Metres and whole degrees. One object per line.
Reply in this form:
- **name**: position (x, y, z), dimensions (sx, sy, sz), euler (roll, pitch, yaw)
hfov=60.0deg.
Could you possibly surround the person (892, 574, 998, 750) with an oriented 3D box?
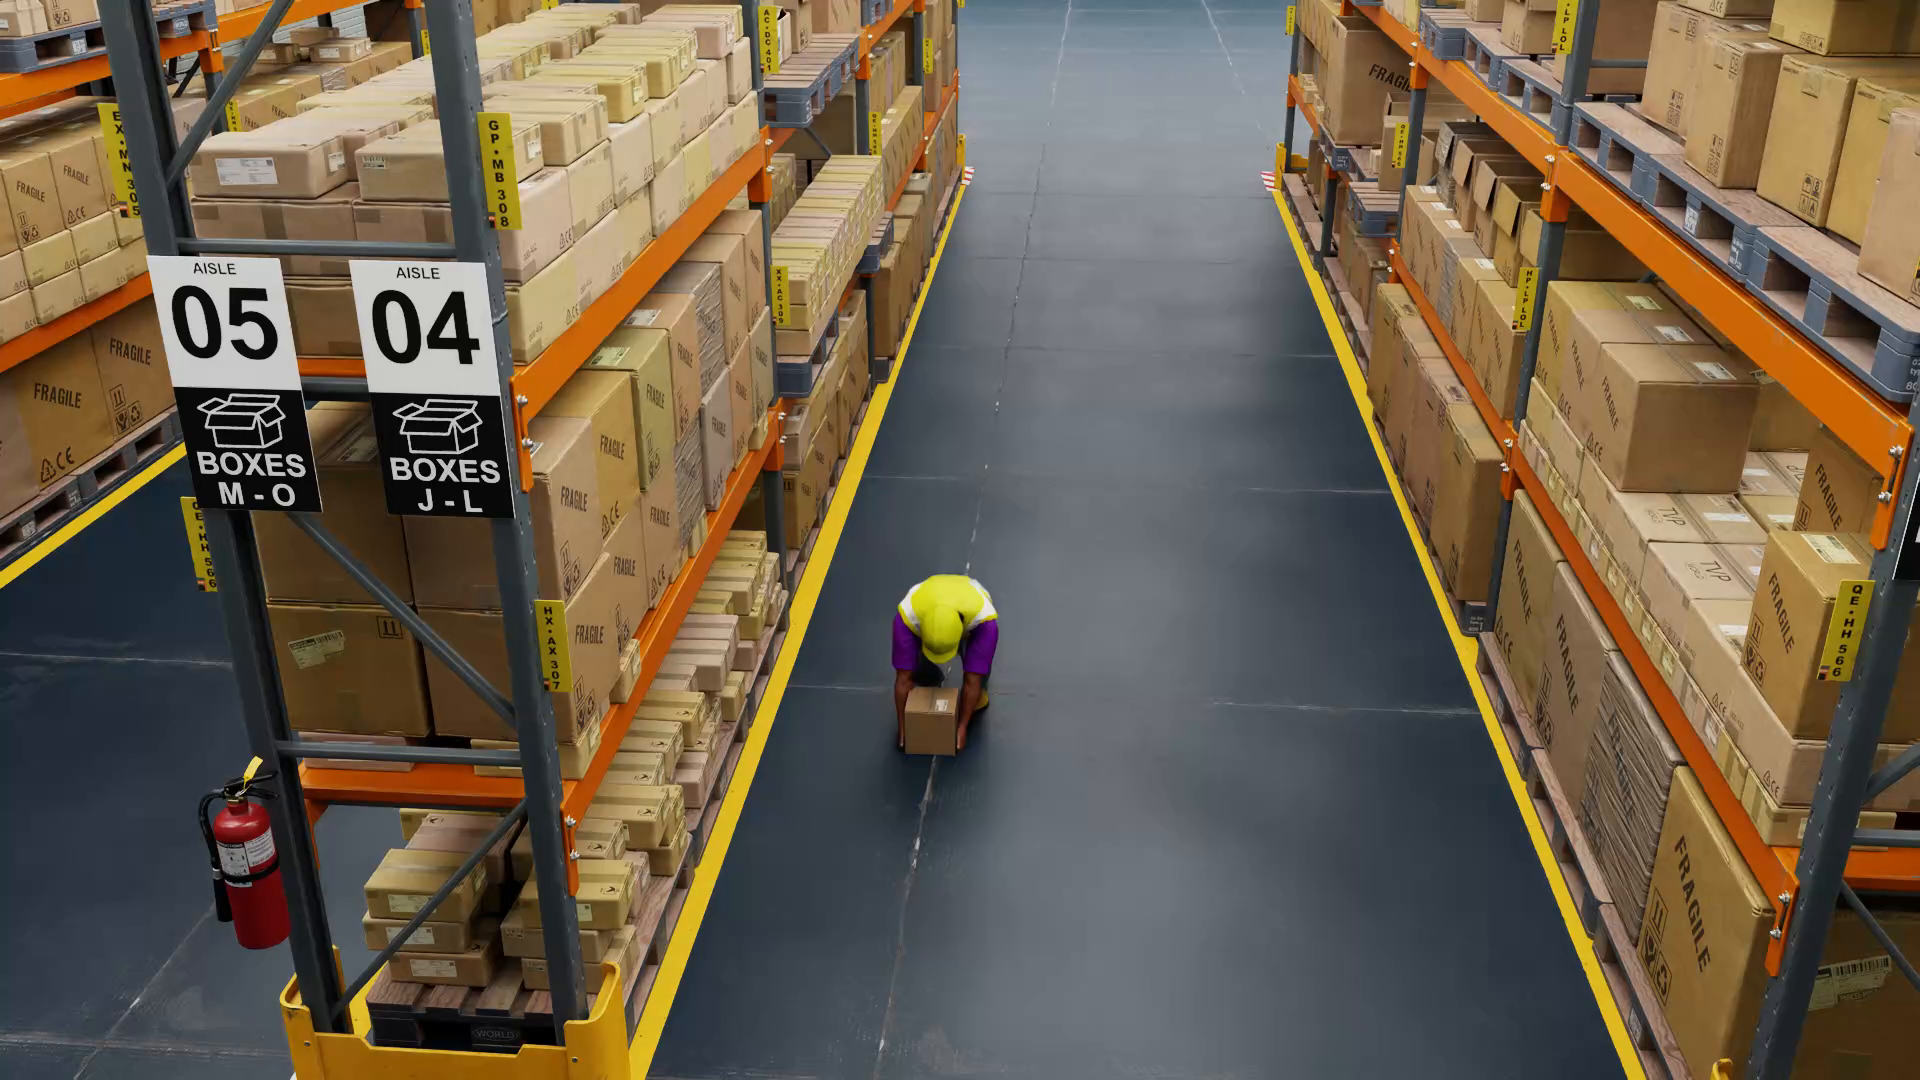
- **person**: position (-0.052, 0.576, 8.568), dimensions (0.531, 0.874, 0.939), euler (4, 25, 9)
